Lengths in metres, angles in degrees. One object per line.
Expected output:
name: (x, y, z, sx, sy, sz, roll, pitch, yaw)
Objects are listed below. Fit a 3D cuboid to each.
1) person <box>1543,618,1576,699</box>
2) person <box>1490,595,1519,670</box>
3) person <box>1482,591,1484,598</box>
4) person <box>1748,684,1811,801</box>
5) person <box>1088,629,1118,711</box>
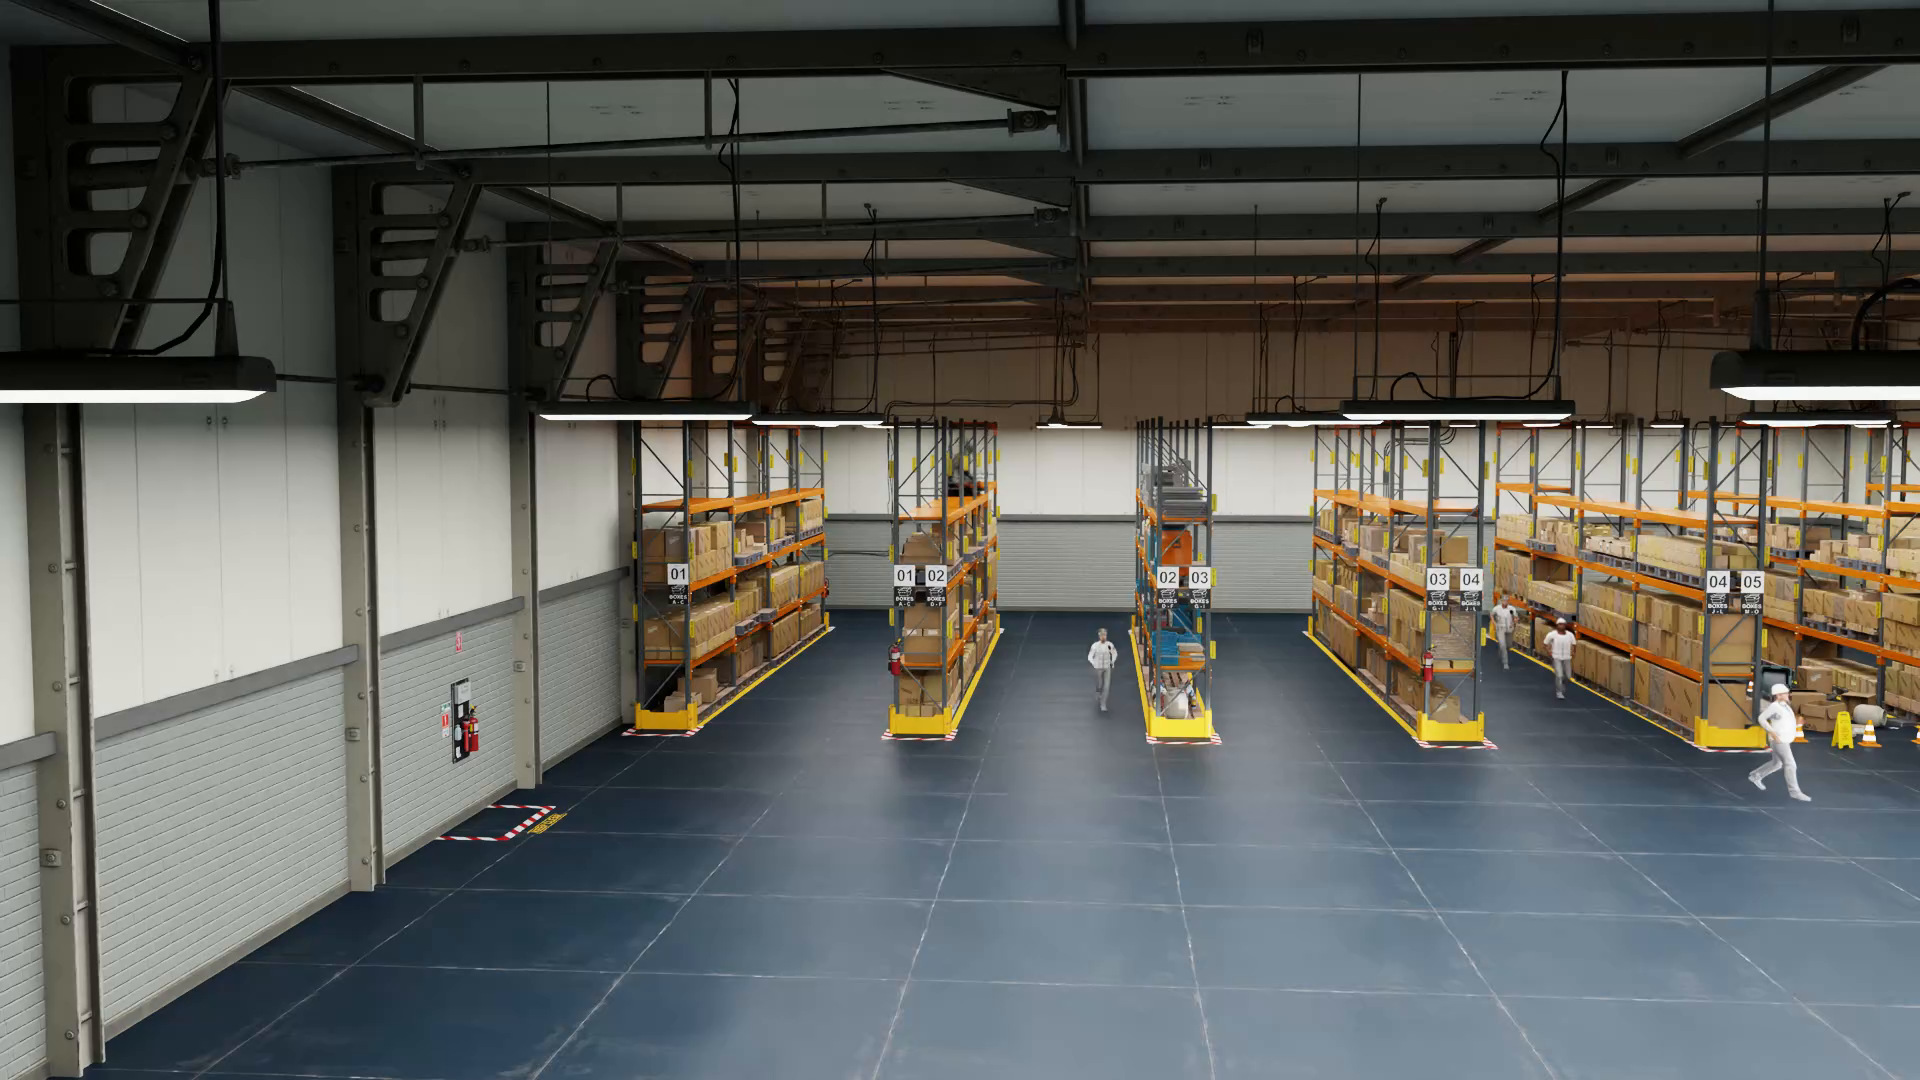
person: (12.889, 2.532, 35.712, 0.700, 1.717, 0.625, 0, 4, 5)
person: (13.279, 2.215, 40.519, 0.632, 1.795, 1.127, 0, 4, 0)
person: (14.530, 1.764, 47.355, 0.545, 1.619, 0.767, -1, 4, -15)
person: (12.792, 3.119, 25.919, 0.964, 1.763, 0.655, 3, 5, 42)
person: (2.963, 2.657, 34.408, 0.617, 1.682, 0.747, 0, 4, -1)
